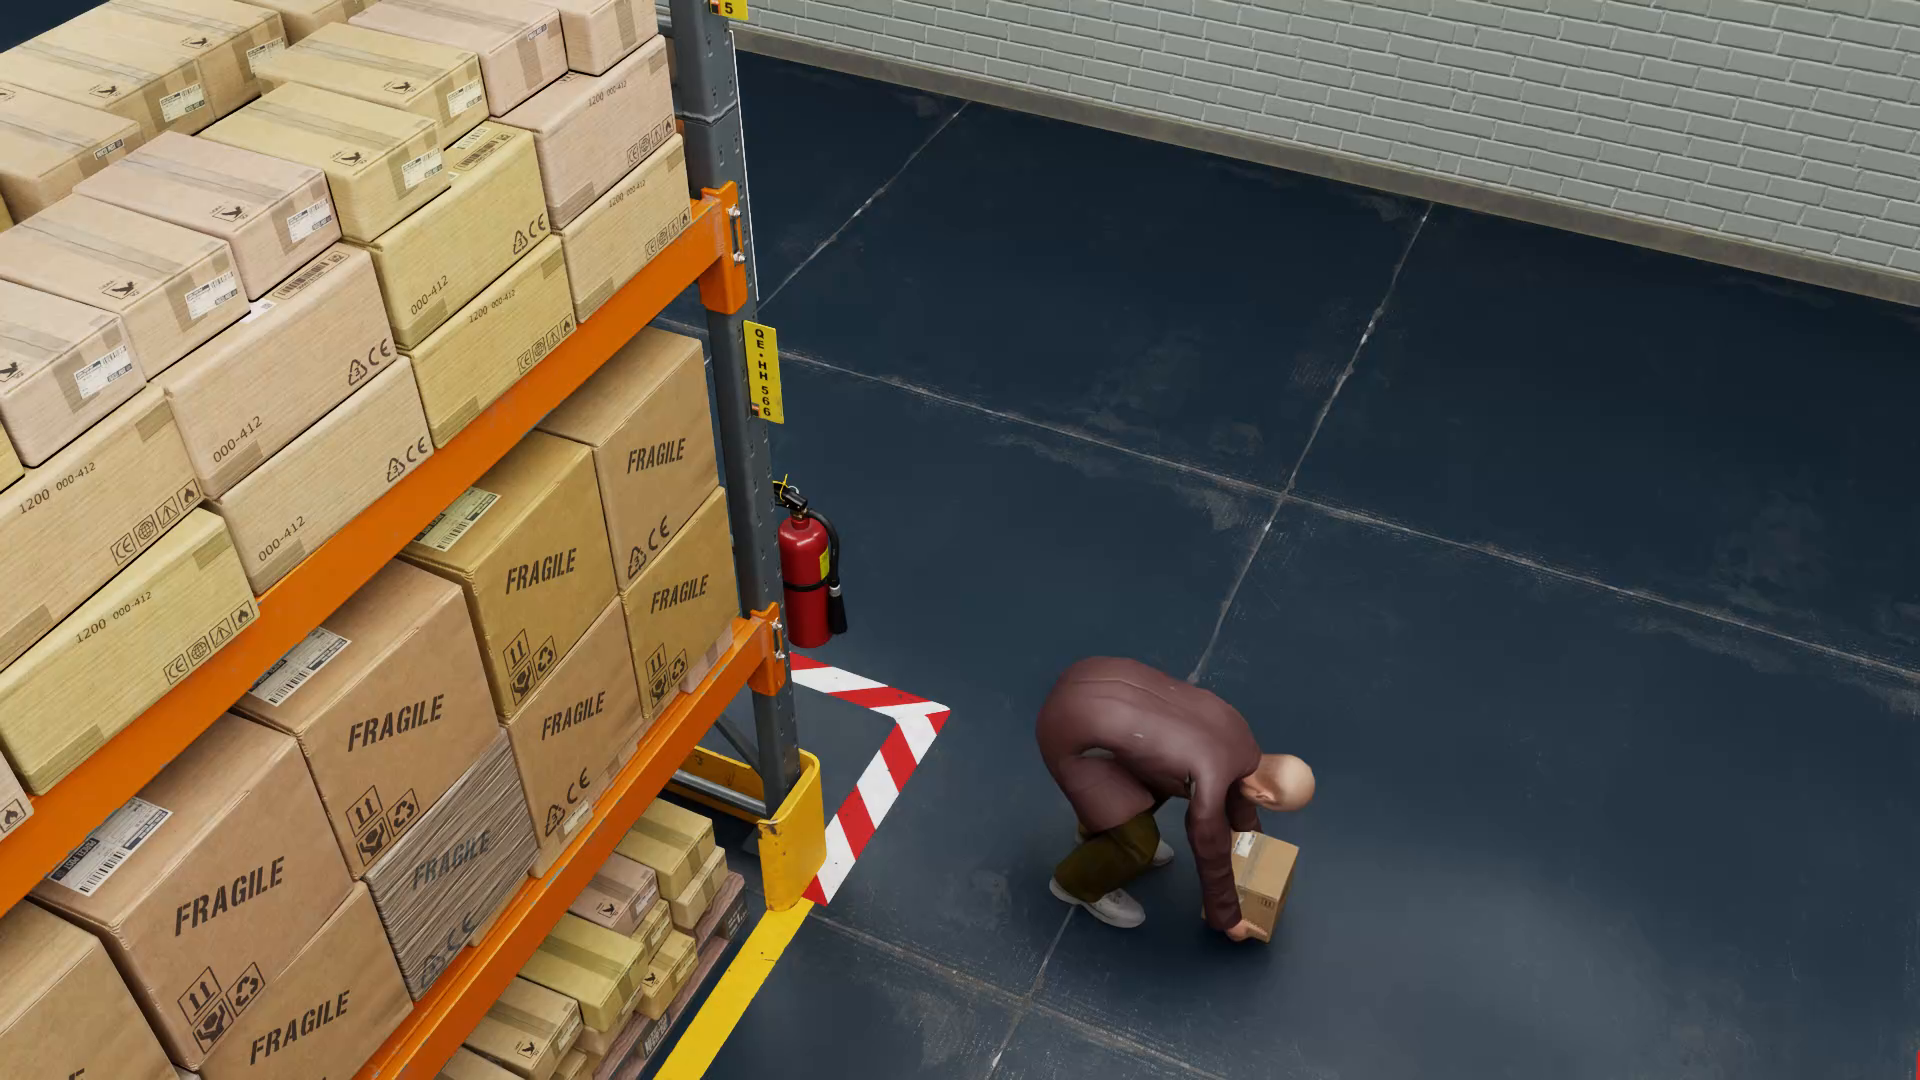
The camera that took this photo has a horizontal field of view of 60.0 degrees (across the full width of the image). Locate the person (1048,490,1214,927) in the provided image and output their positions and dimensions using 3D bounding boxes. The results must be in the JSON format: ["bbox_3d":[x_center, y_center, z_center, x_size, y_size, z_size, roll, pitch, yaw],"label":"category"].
[{"bbox_3d":[0.614,0.595,5.512,0.556,1.760,0.528,18,44,19],"label":"person"}]
